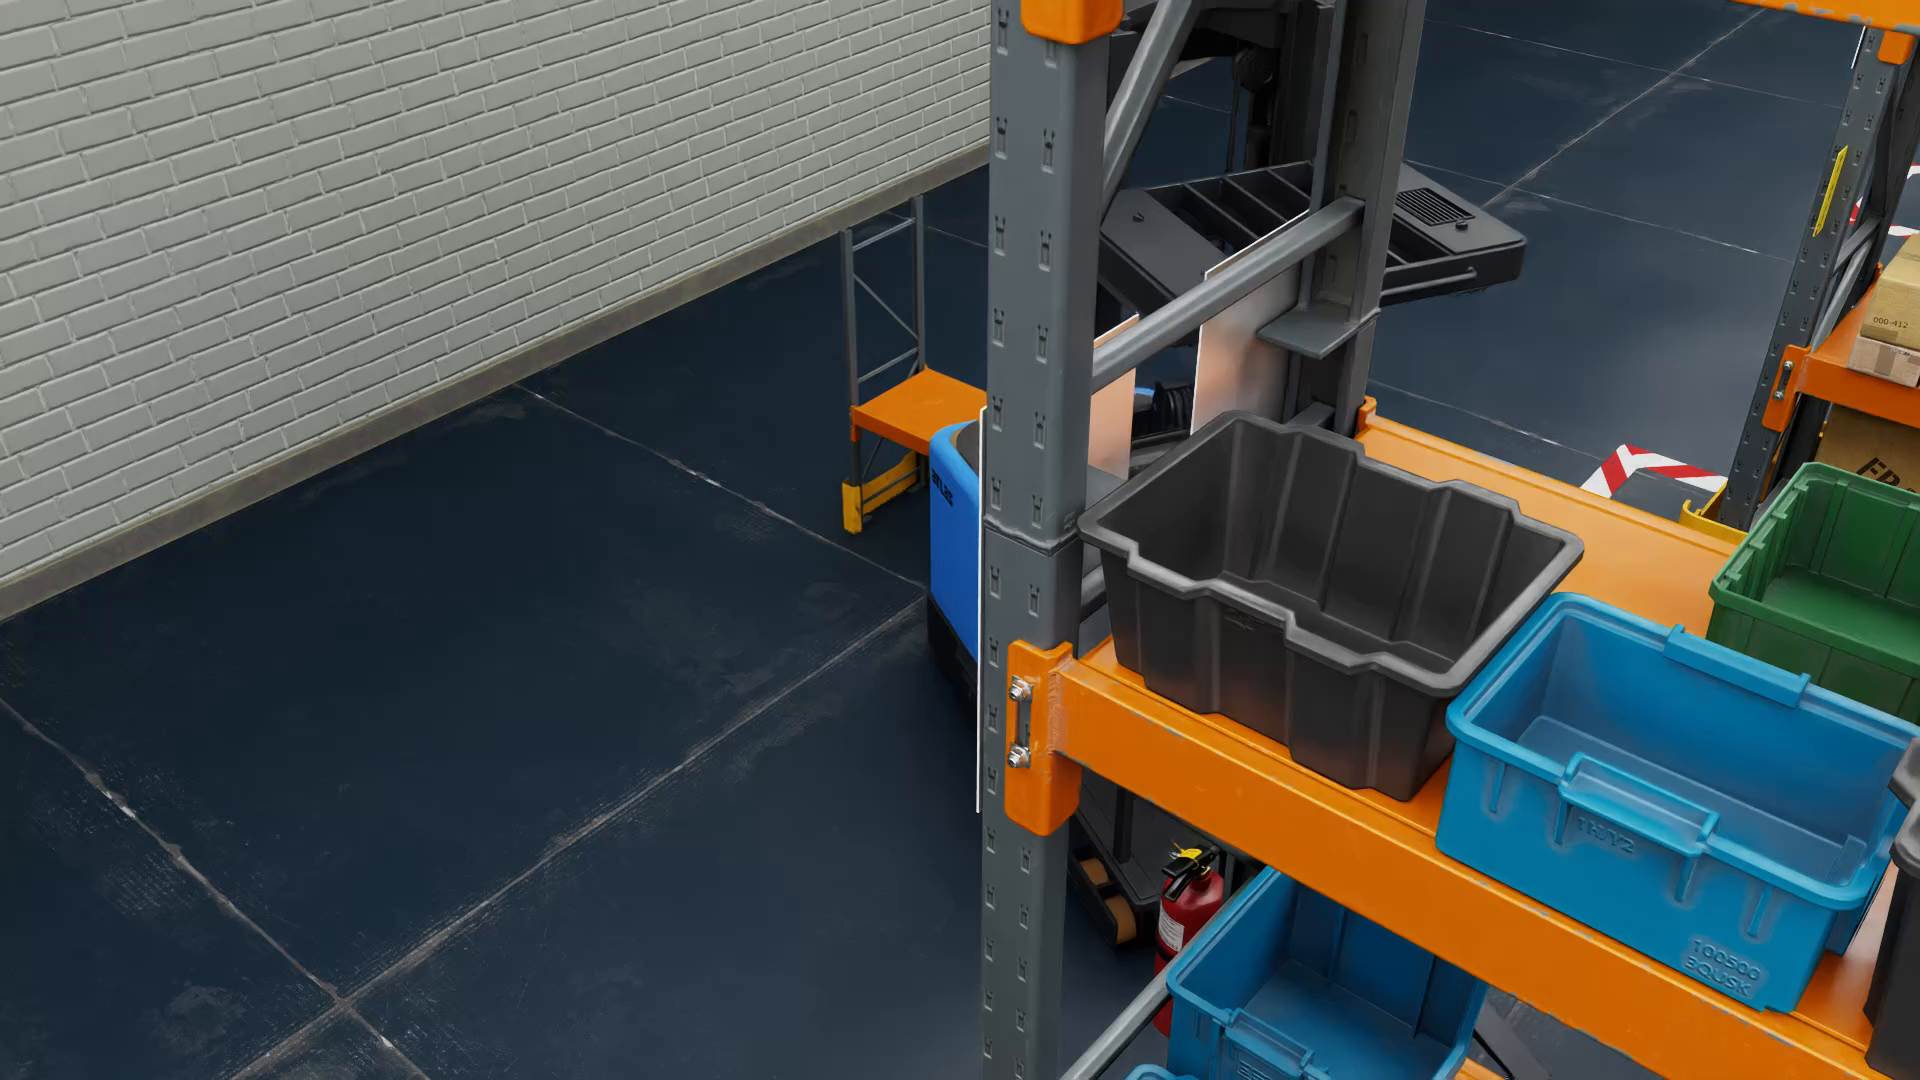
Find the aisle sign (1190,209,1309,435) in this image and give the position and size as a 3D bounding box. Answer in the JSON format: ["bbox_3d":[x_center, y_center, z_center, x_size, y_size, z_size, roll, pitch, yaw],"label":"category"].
[{"bbox_3d":[0.534,-0.204,3.101,0.004,0.787,0.394,25,42,32],"label":"aisle sign"}]

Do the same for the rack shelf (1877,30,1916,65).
[{"bbox_3d":[5.107,-1.349,5.051,4.000,0.370,1.077,25,42,32],"label":"rack shelf"}]

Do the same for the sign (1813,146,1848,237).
[{"bbox_3d":[3.211,-1.284,6.135,0.005,0.325,0.100,25,42,32],"label":"sign"}]

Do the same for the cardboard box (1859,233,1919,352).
[{"bbox_3d":[3.767,-0.903,6.285,0.500,0.250,0.500,24,41,31],"label":"cardboard box"}]

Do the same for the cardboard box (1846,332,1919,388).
[{"bbox_3d":[3.632,-0.758,6.426,0.250,0.149,0.380,26,42,32],"label":"cardboard box"}]

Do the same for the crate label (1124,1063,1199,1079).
[{"bbox_3d":[0.381,1.298,3.305,0.303,0.233,0.416,25,42,32],"label":"crate label"}]

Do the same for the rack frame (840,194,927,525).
[{"bbox_3d":[-0.336,-0.789,7.574,0.032,1.500,0.500,25,42,32],"label":"rack frame"}]

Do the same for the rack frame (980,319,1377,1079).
[{"bbox_3d":[0.401,1.021,3.613,0.127,3.000,1.000,25,42,32],"label":"rack frame"}]

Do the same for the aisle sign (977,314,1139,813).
[{"bbox_3d":[0.156,0.053,2.727,0.004,0.787,0.394,25,42,32],"label":"aisle sign"}]

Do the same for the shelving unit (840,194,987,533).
[{"bbox_3d":[0.048,-0.608,7.310,1.083,1.500,0.587,25,42,32],"label":"shelving unit"}]

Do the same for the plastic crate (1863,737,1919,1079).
[{"bbox_3d":[1.400,0.483,1.802,0.767,0.338,0.504,25,42,32],"label":"plastic crate"}]

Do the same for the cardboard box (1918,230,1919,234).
[{"bbox_3d":[4.113,-1.134,6.622,0.500,0.250,0.500,25,41,31],"label":"cardboard box"}]

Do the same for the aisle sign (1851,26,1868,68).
[{"bbox_3d":[3.323,-2.101,5.863,0.004,0.787,0.394,25,42,32],"label":"aisle sign"}]

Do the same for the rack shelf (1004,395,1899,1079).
[{"bbox_3d":[1.938,0.806,1.913,4.000,0.370,1.077,25,42,32],"label":"rack shelf"}]

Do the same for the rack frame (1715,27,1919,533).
[{"bbox_3d":[3.570,-1.134,6.751,0.127,3.000,1.000,25,42,32],"label":"rack frame"}]

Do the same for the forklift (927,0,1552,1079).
[{"bbox_3d":[0.893,-0.092,5.295,1.130,2.935,3.031,-13,37,-18],"label":"forklift"}]

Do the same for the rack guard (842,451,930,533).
[{"bbox_3d":[-0.335,-0.273,7.927,0.087,0.250,0.587,25,42,32],"label":"rack guard"}]

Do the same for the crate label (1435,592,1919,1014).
[{"bbox_3d":[0.904,0.321,2.115,0.502,0.251,0.408,25,42,32],"label":"crate label"}]

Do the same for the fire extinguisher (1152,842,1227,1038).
[{"bbox_3d":[0.576,0.955,4.108,0.183,0.674,0.296,25,42,32],"label":"fire extinguisher"}]

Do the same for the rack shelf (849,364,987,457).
[{"bbox_3d":[0.055,-0.456,7.407,1.000,0.185,0.538,25,42,32],"label":"rack shelf"}]

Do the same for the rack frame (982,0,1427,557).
[{"bbox_3d":[0.401,-1.452,1.915,0.127,3.000,1.000,25,42,32],"label":"rack frame"}]

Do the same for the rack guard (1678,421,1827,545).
[{"bbox_3d":[3.552,-0.112,7.471,0.348,0.500,1.175,25,42,32],"label":"rack guard"}]

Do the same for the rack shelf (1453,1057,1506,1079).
[{"bbox_3d":[1.938,2.042,2.762,4.000,0.370,1.077,25,42,32],"label":"rack shelf"}]

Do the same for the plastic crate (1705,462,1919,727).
[{"bbox_3d":[1.342,0.105,2.485,0.336,0.188,0.450,25,42,32],"label":"plastic crate"}]

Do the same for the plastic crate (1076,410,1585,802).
[{"bbox_3d":[0.519,0.099,2.421,0.590,0.269,0.497,25,42,32],"label":"plastic crate"}]

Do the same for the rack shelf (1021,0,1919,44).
[{"bbox_3d":[1.938,-0.266,1.177,4.000,0.370,1.077,25,42,32],"label":"rack shelf"}]

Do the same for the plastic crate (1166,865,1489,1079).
[{"bbox_3d":[0.778,1.022,3.528,0.499,0.435,0.616,25,42,32],"label":"plastic crate"}]

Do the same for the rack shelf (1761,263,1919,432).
[{"bbox_3d":[5.107,-0.113,5.900,4.000,0.370,1.077,25,42,32],"label":"rack shelf"}]

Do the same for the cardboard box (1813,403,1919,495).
[{"bbox_3d":[4.113,-0.234,6.947,0.875,0.875,0.875,25,42,32],"label":"cardboard box"}]
